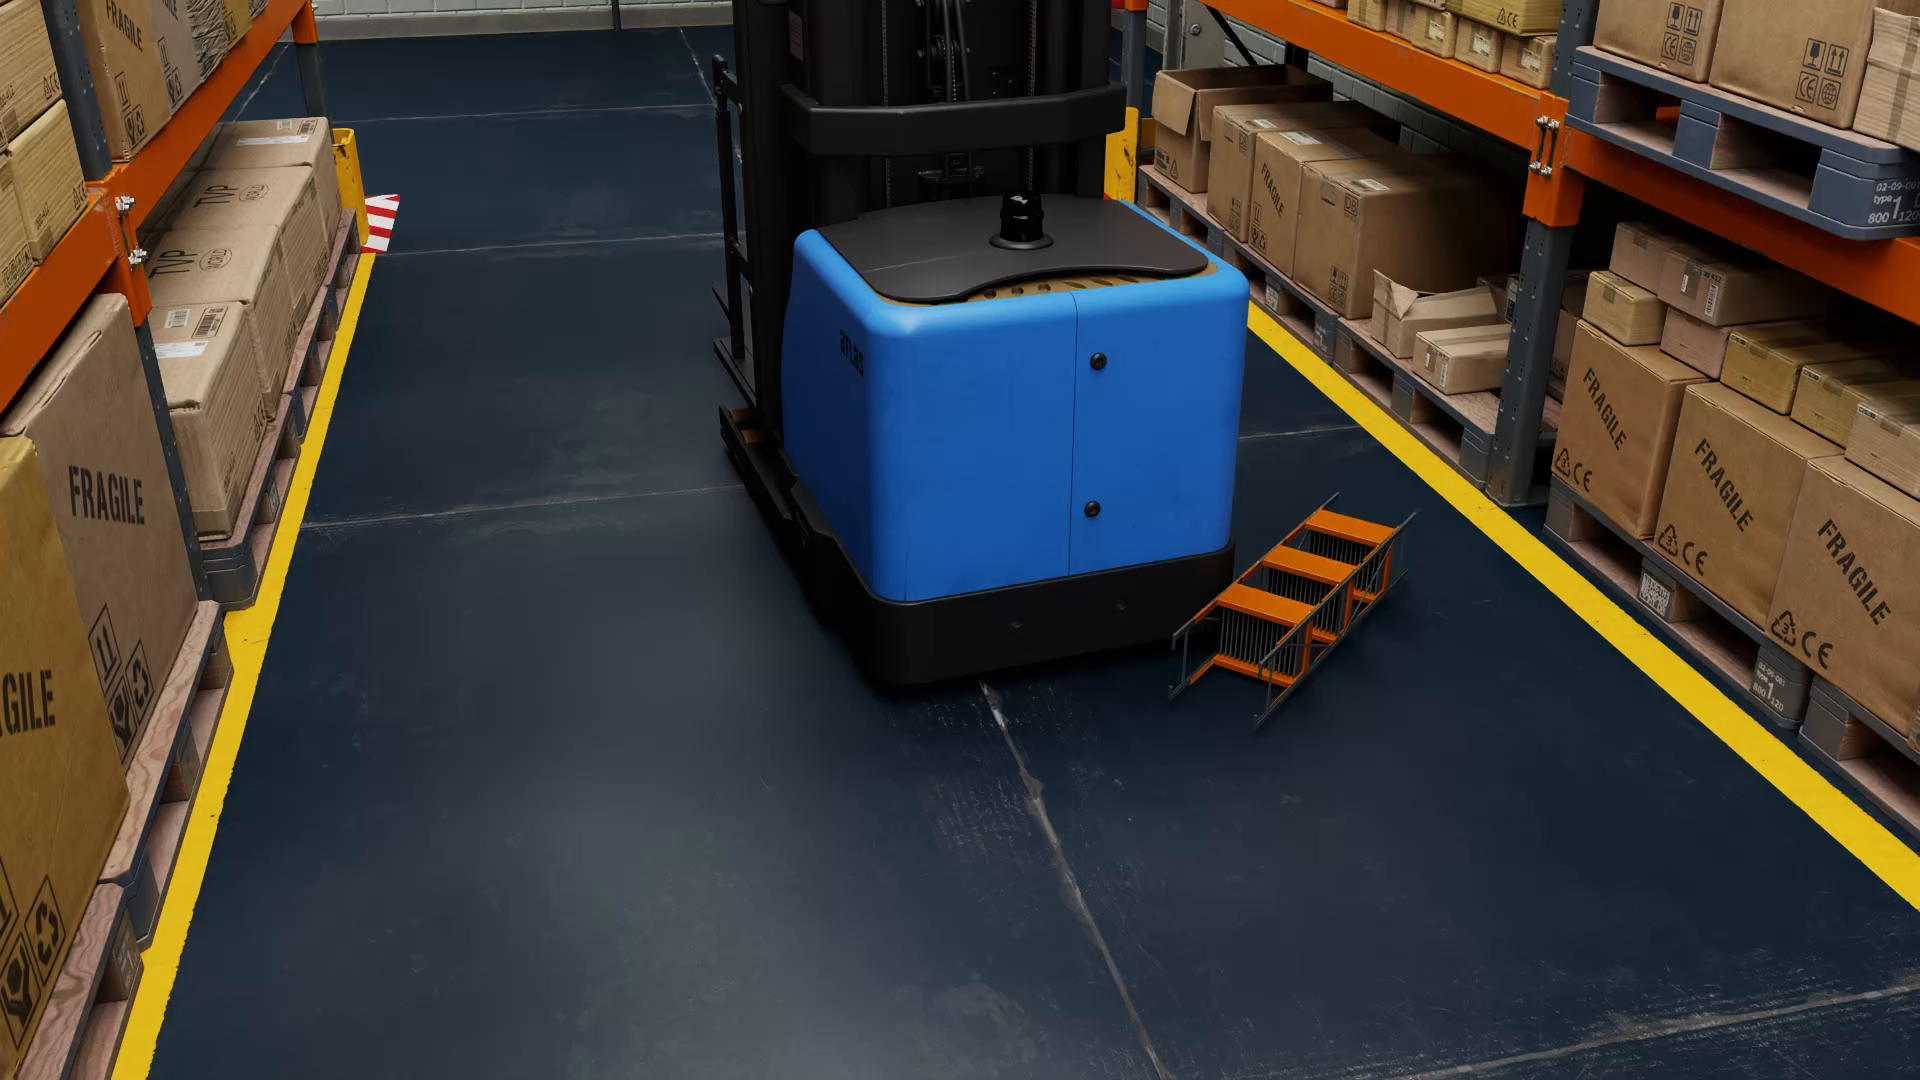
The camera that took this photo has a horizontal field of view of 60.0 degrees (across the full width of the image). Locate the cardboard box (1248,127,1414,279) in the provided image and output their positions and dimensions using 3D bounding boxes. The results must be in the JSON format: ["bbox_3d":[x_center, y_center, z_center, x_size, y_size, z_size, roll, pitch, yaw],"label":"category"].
[{"bbox_3d":[1.570,-1.441,7.084,0.500,0.500,0.500,-5,27,-11],"label":"cardboard box"}]

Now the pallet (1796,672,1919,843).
[{"bbox_3d":[2.748,0.622,3.784,1.003,0.211,1.213,-6,27,-12],"label":"pallet"}]

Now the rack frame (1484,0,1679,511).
[{"bbox_3d":[2.249,-1.513,4.919,1.000,3.000,0.127,-6,27,-12],"label":"rack frame"}]

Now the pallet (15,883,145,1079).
[{"bbox_3d":[-2.060,1.105,2.826,1.003,0.211,1.213,-6,27,-12],"label":"pallet"}]

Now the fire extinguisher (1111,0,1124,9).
[{"bbox_3d":[0.864,-3.086,8.534,0.296,0.674,0.183,-6,27,-12],"label":"fire extinguisher"}]

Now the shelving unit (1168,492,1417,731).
[{"bbox_3d":[0.948,0.171,4.640,0.252,0.215,1.050,17,32,31],"label":"shelving unit"}]

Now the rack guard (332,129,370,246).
[{"bbox_3d":[-3.493,-1.658,7.980,1.175,0.500,0.348,-6,27,-12],"label":"rack guard"}]

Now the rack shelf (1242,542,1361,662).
[{"bbox_3d":[0.942,0.174,4.632,0.240,0.215,0.259,17,32,31],"label":"rack shelf"}]

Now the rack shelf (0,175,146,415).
[{"bbox_3d":[-2.135,0.192,2.340,1.077,0.370,4.000,-6,27,-12],"label":"rack shelf"}]

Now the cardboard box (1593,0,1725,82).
[{"bbox_3d":[2.140,-1.510,4.336,0.700,0.500,0.500,-5,27,-10],"label":"cardboard box"}]

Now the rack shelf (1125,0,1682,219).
[{"bbox_3d":[1.799,-2.070,6.821,1.077,0.370,4.000,-6,27,-12],"label":"rack shelf"}]

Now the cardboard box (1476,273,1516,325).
[{"bbox_3d":[2.233,-0.932,6.466,0.380,0.149,0.250,-6,27,-12],"label":"cardboard box"}]

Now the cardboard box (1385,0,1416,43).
[{"bbox_3d":[1.737,-1.857,5.879,0.380,0.149,0.250,-5,27,-10],"label":"cardboard box"}]

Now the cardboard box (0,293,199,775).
[{"bbox_3d":[-2.368,0.018,3.778,0.875,0.875,0.875,-5,27,-10],"label":"cardboard box"}]

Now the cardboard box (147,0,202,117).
[{"bbox_3d":[-2.546,-1.506,4.794,0.500,0.500,0.500,-6,27,-11],"label":"cardboard box"}]

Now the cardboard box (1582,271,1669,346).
[{"bbox_3d":[2.071,-0.690,4.876,0.380,0.149,0.250,-5,27,-9],"label":"cardboard box"}]

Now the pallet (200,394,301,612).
[{"bbox_3d":[-2.681,-0.104,5.223,1.003,0.211,1.213,-6,27,-12],"label":"pallet"}]

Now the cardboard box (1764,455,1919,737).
[{"bbox_3d":[2.377,0.103,4.025,0.500,0.500,0.500,-7,28,-13],"label":"cardboard box"}]

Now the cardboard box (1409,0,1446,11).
[{"bbox_3d":[1.770,-1.996,5.712,0.500,0.250,0.500,-6,27,-11],"label":"cardboard box"}]

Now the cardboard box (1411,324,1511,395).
[{"bbox_3d":[1.838,-0.643,5.892,0.380,0.149,0.250,-7,28,-13],"label":"cardboard box"}]

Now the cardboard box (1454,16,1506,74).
[{"bbox_3d":[1.852,-1.627,5.424,0.380,0.149,0.250,-5,27,-10],"label":"cardboard box"}]

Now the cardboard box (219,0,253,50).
[{"bbox_3d":[-2.768,-1.951,5.676,0.500,0.500,0.500,-5,27,-10],"label":"cardboard box"}]

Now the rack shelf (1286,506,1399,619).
[{"bbox_3d":[1.104,0.069,4.840,0.240,0.215,0.259,17,32,31],"label":"rack shelf"}]

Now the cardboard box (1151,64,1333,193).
[{"bbox_3d":[1.393,-2.064,8.315,0.797,0.503,0.637,-7,28,-14],"label":"cardboard box"}]

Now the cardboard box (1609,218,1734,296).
[{"bbox_3d":[2.130,-0.829,4.821,0.380,0.149,0.250,-6,27,-12],"label":"cardboard box"}]

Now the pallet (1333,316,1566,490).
[{"bbox_3d":[2.096,-0.570,6.145,1.003,0.211,1.213,-6,27,-12],"label":"pallet"}]

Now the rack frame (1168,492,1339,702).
[{"bbox_3d":[0.848,0.139,4.702,0.008,0.200,1.050,17,32,31],"label":"rack frame"}]

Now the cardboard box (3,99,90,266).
[{"bbox_3d":[-2.239,-0.769,3.611,0.500,0.250,0.500,-7,28,-13],"label":"cardboard box"}]

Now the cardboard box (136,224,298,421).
[{"bbox_3d":[-2.825,-0.731,5.746,0.875,0.438,0.875,-7,28,-13],"label":"cardboard box"}]

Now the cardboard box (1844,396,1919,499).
[{"bbox_3d":[2.373,-0.232,3.969,0.380,0.149,0.250,-6,27,-12],"label":"cardboard box"}]

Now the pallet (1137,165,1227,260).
[{"bbox_3d":[1.546,-1.641,8.267,1.003,0.211,1.213,-6,27,-12],"label":"pallet"}]

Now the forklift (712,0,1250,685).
[{"bbox_3d":[-0.204,-1.575,5.118,1.130,2.935,3.031,-9,28,-17],"label":"forklift"}]

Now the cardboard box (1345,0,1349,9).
[{"bbox_3d":[1.703,-2.091,6.342,0.380,0.149,0.250,-6,27,-11],"label":"cardboard box"}]

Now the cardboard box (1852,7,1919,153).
[{"bbox_3d":[2.189,-0.992,3.569,0.396,0.266,0.258,-5,27,-9],"label":"cardboard box"}]

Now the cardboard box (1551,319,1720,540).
[{"bbox_3d":[2.139,-0.349,4.922,0.500,0.500,0.500,-5,27,-9],"label":"cardboard box"}]

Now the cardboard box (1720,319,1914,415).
[{"bbox_3d":[2.278,-0.465,4.430,0.380,0.149,0.250,-7,28,-14],"label":"cardboard box"}]

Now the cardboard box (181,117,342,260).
[{"bbox_3d":[-3.241,-1.528,7.325,0.875,0.438,0.875,-7,28,-13],"label":"cardboard box"}]

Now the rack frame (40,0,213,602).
[{"bbox_3d":[-2.586,-1.007,3.917,1.000,3.000,0.127,-6,27,-12],"label":"rack frame"}]

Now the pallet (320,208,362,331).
[{"bbox_3d":[-3.231,-1.175,7.345,1.003,0.211,1.213,-6,27,-12],"label":"pallet"}]

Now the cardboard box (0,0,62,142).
[{"bbox_3d":[-2.250,-0.995,3.504,0.500,0.250,0.500,-6,27,-12],"label":"cardboard box"}]

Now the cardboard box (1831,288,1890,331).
[{"bbox_3d":[2.678,-0.627,4.751,0.380,0.149,0.250,-6,27,-12],"label":"cardboard box"}]
